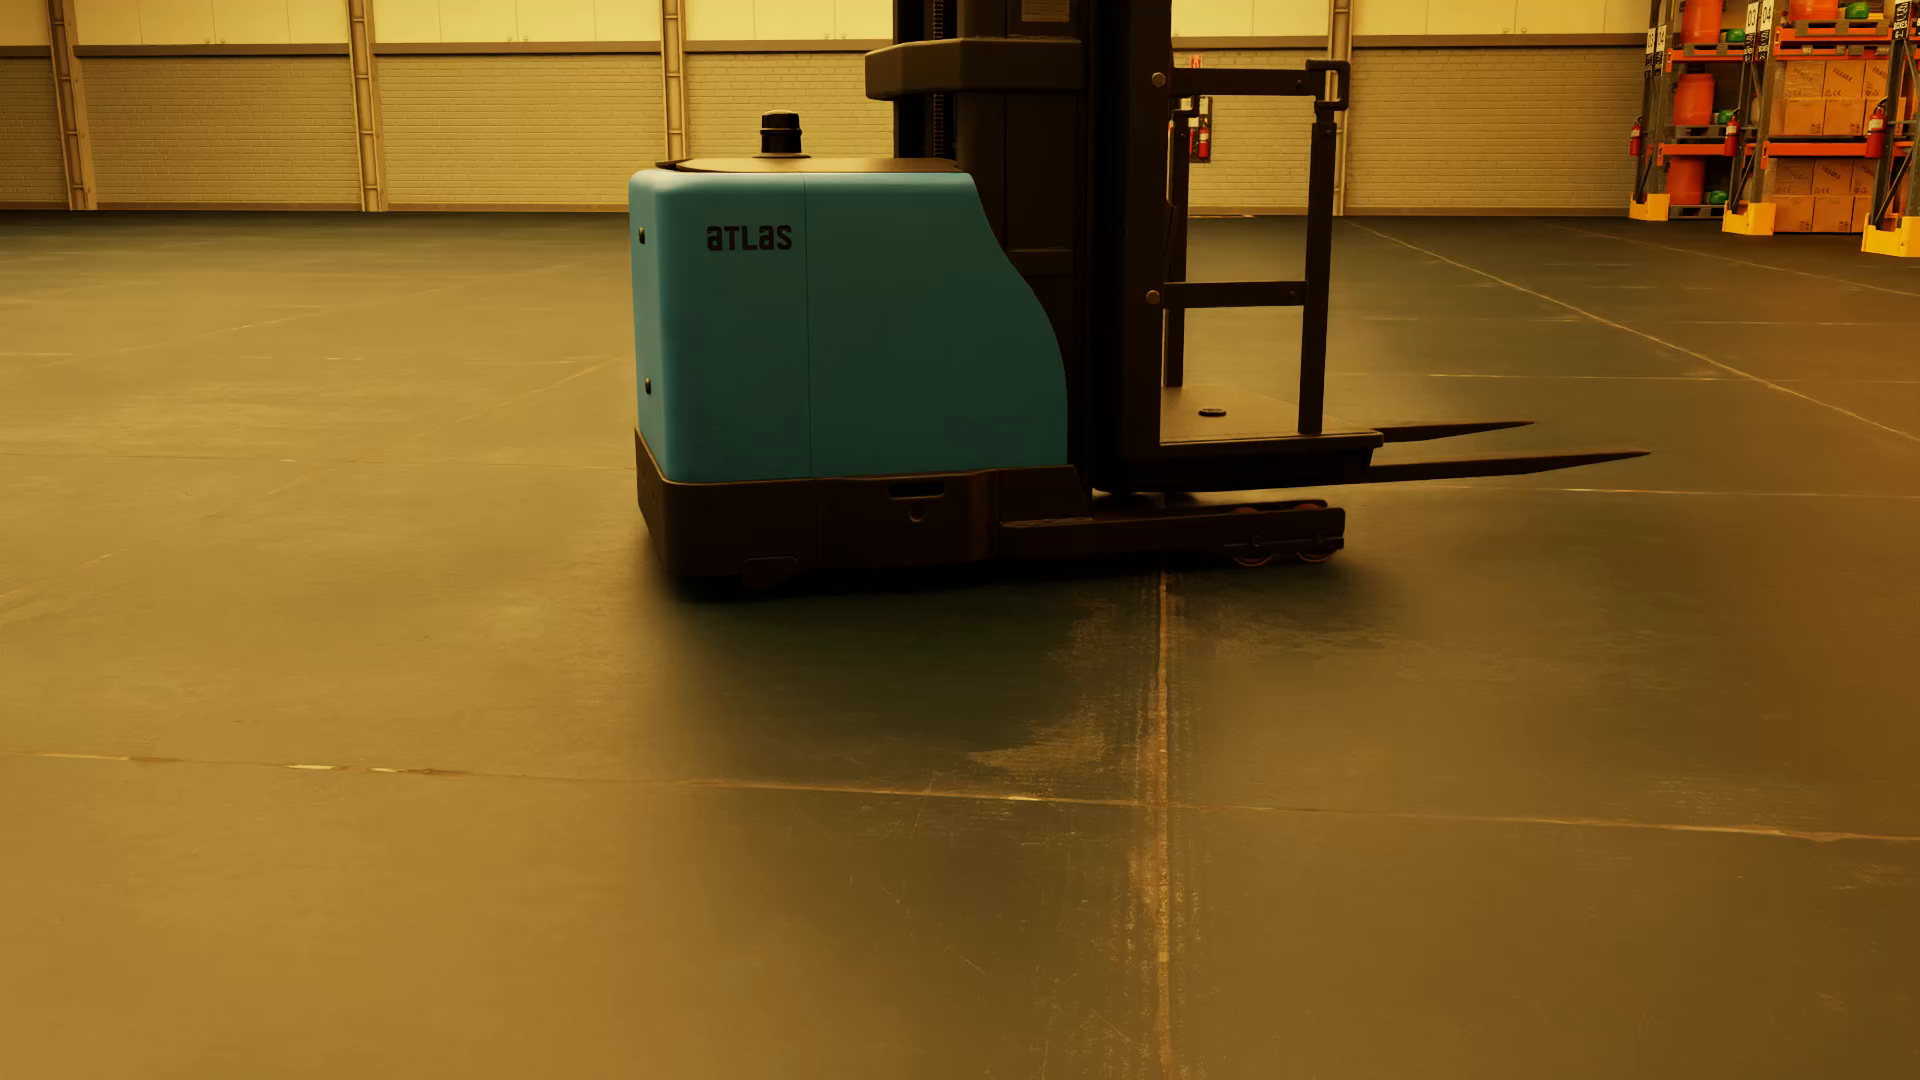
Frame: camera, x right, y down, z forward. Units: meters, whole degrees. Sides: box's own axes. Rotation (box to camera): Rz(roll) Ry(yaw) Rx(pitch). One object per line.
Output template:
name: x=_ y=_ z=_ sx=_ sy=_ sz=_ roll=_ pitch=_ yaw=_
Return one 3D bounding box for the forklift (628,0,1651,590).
forklift: x=0.587 y=-1.464 z=4.770 sx=3.031 sy=2.935 sz=1.130 roll=-4 pitch=14 yaw=-15
